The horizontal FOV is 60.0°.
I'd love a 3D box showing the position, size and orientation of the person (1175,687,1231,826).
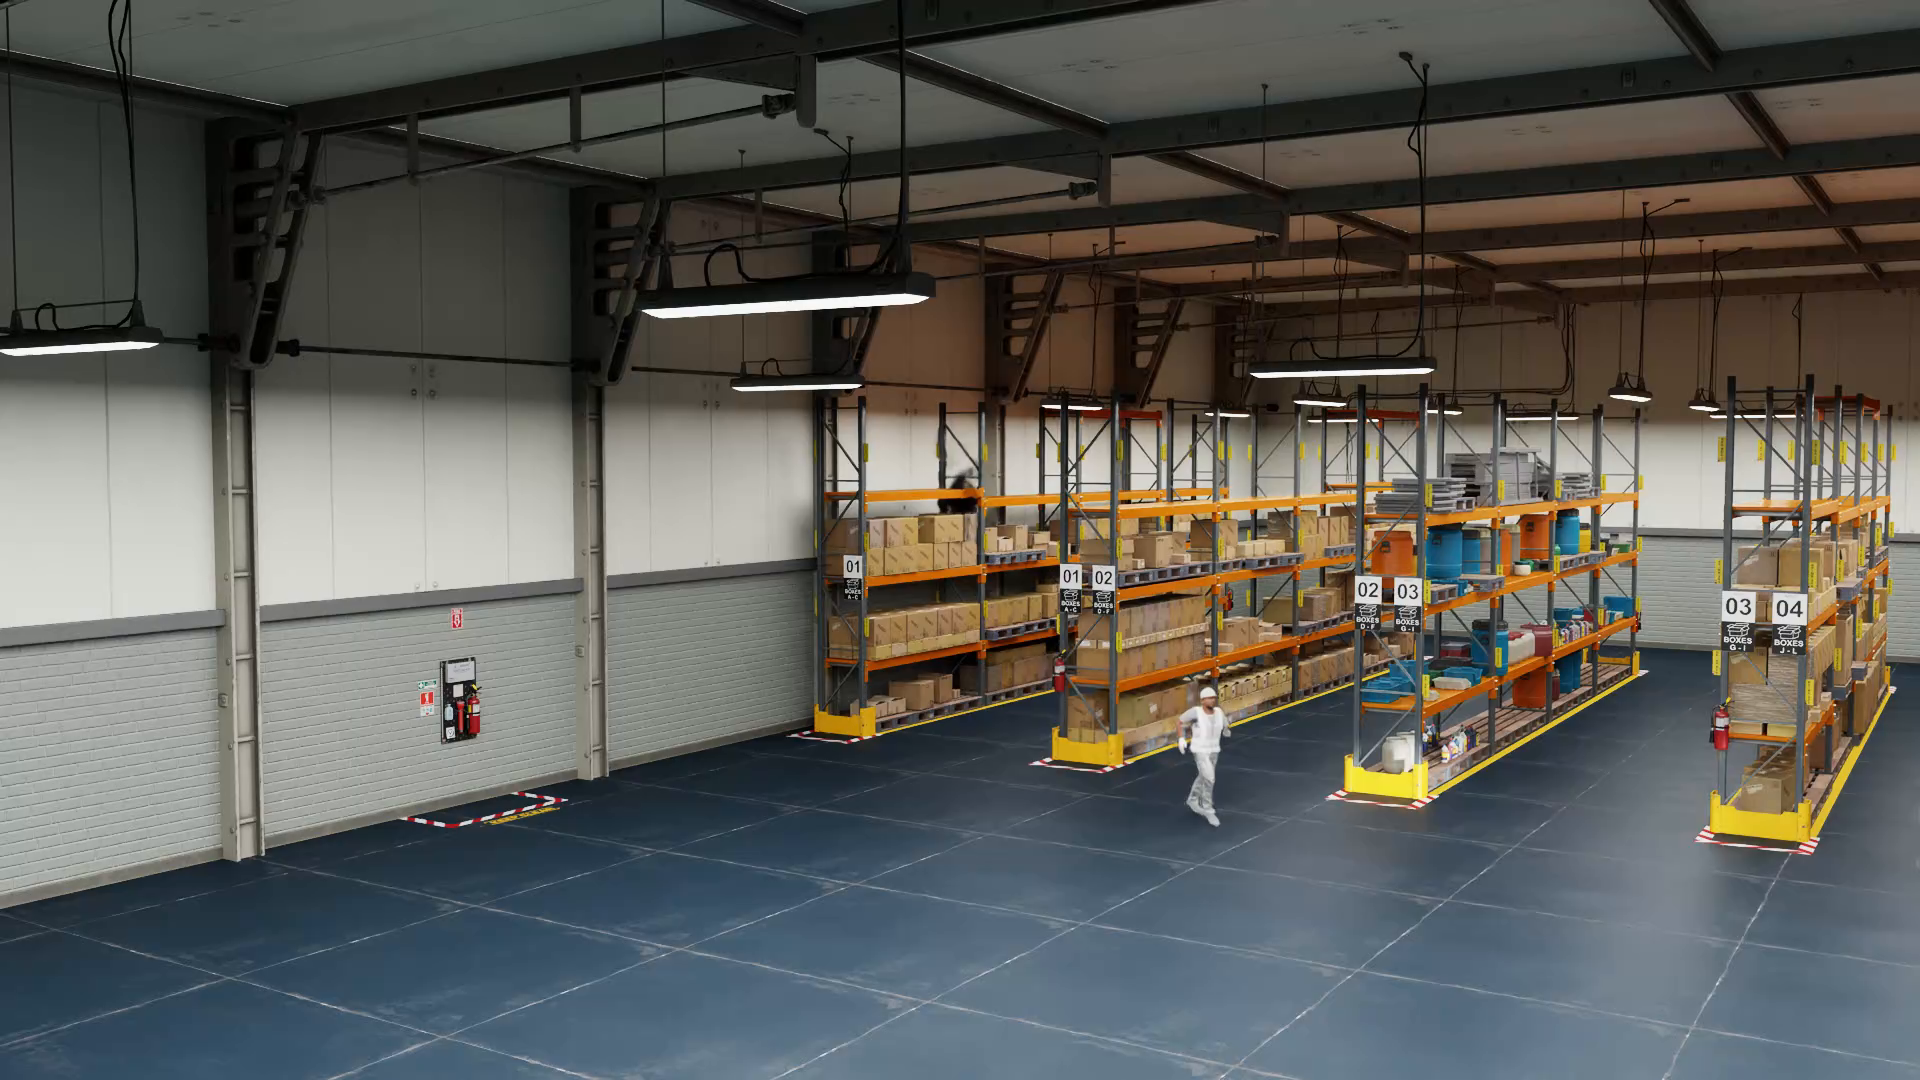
[{"bbox_3d":[3.340,2.915,22.619,0.661,1.840,0.884,-2,4,-31],"label":"person"}]
